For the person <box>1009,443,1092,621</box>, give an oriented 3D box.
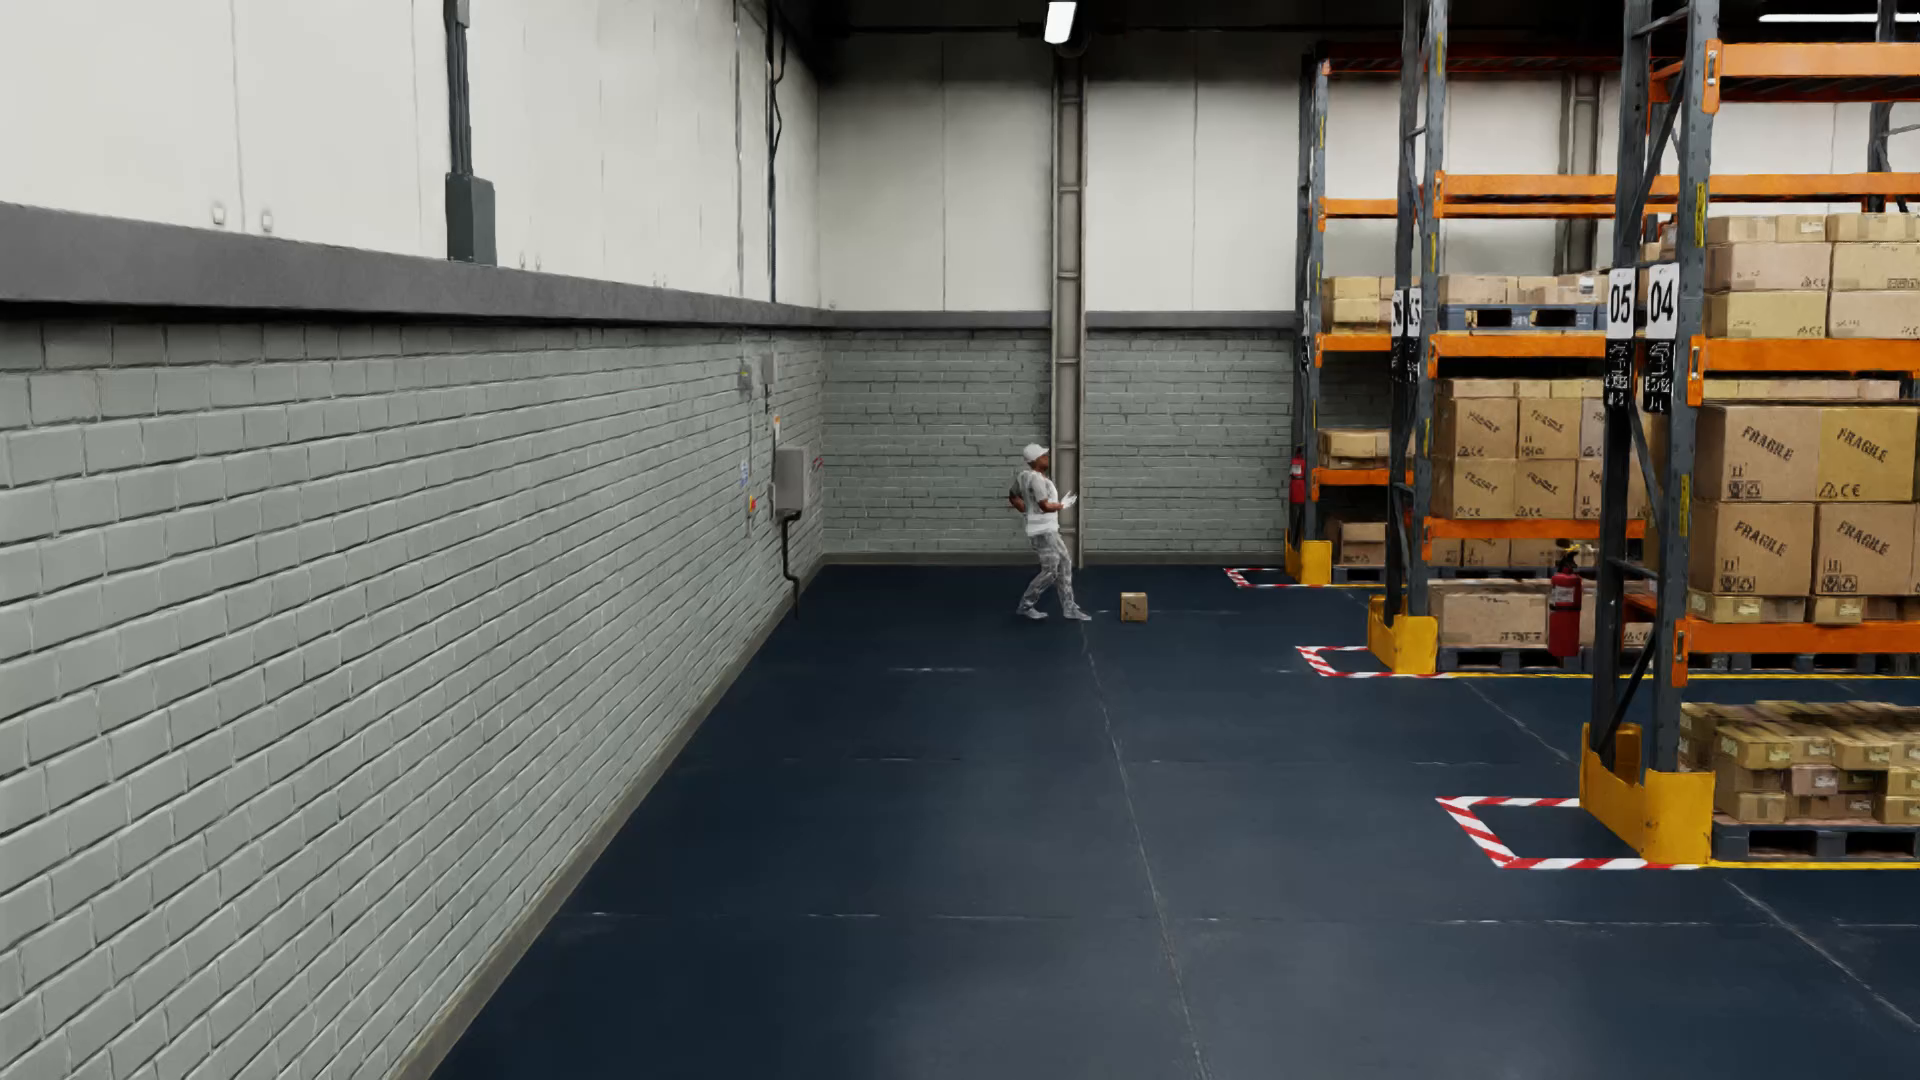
[{"bbox_3d":[0.891,-0.064,16.294,0.835,1.769,0.642,0,7,2],"label":"person"}]
